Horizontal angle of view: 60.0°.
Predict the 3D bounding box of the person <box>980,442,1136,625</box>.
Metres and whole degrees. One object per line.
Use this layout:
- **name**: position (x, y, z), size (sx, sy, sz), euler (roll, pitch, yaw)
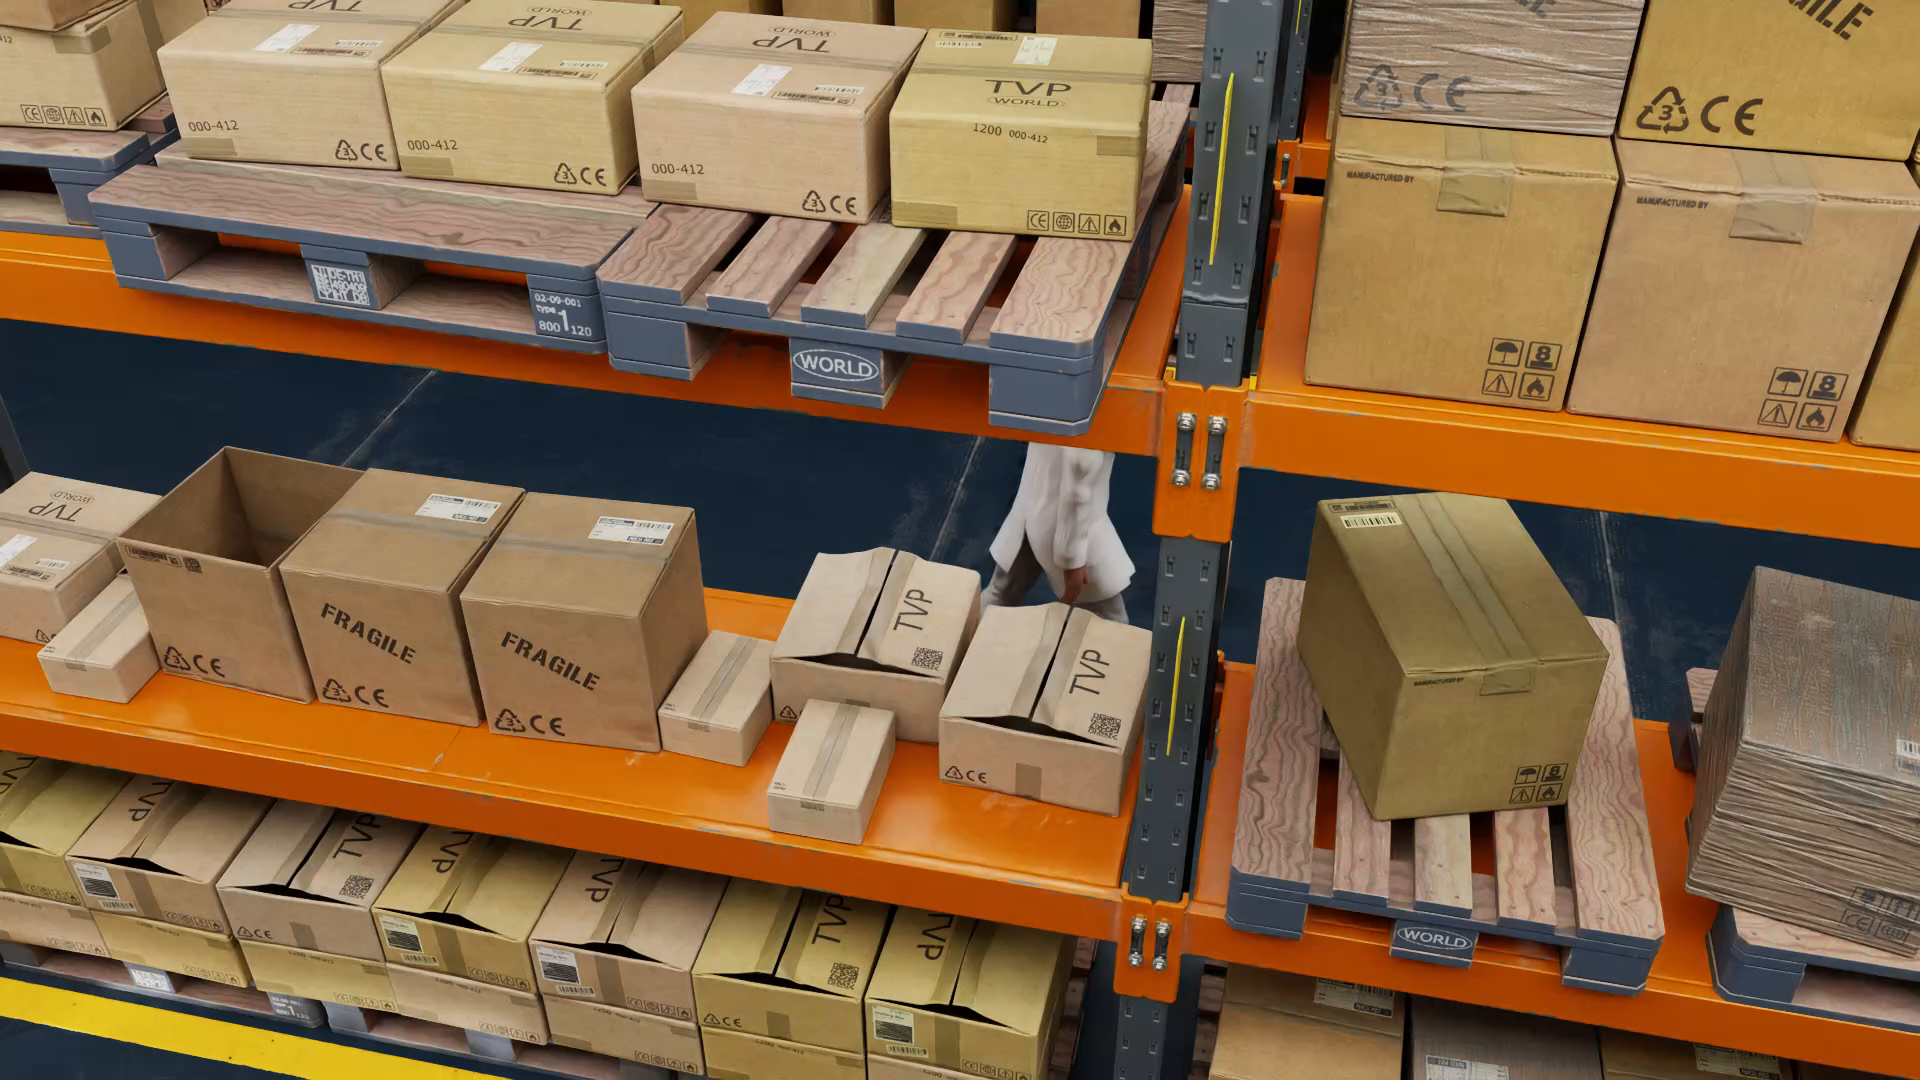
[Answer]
- **person**: position (0.370, -0.074, 6.286), size (0.878, 1.749, 0.688), euler (-14, 39, -19)
